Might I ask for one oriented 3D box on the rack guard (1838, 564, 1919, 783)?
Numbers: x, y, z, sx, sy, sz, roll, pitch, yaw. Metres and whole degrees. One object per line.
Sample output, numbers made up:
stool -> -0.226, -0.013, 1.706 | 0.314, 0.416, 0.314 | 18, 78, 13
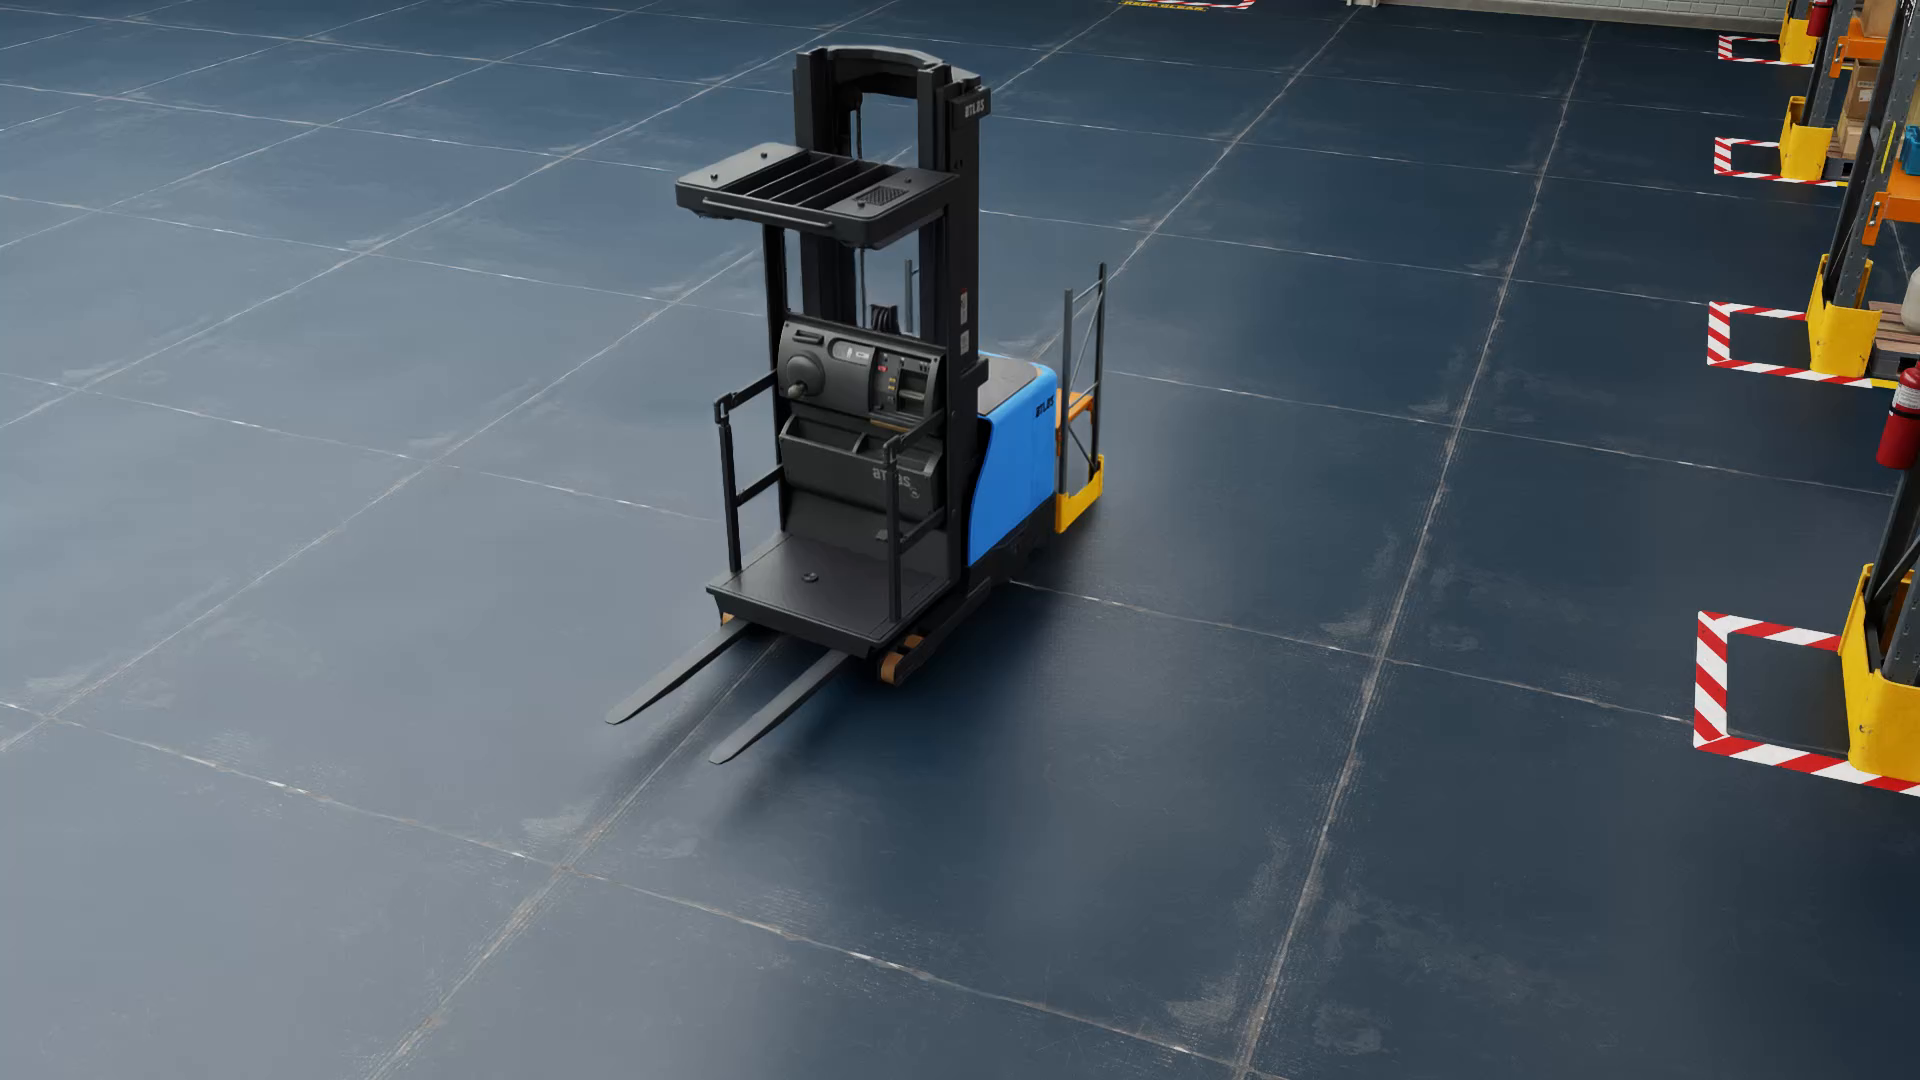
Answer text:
rack guard -> 4.574, 0.628, 8.131 | 0.348, 0.500, 1.175 | 11, 31, 19

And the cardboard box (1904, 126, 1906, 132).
cardboard box -> 9.110, -3.685, 15.589 | 0.500, 0.250, 0.500 | 11, 31, 19

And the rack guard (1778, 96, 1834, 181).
rack guard -> 8.210, -3.907, 16.154 | 0.348, 0.500, 1.175 | 11, 31, 19

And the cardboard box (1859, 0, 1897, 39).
cardboard box -> 8.660, -4.942, 15.344 | 0.500, 0.500, 0.700 | 11, 31, 19

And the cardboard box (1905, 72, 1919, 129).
cardboard box -> 9.109, -4.011, 15.403 | 0.500, 0.500, 0.500 | 11, 31, 19

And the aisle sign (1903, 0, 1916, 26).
aisle sign -> 6.189, -3.744, 10.684 | 0.004, 0.787, 0.394 | 11, 31, 19

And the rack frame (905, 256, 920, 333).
rack frame -> -0.184, -1.070, 10.119 | 0.032, 1.500, 0.500 | 15, 33, 25

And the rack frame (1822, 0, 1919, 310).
rack frame -> 6.366, -2.733, 11.537 | 0.127, 3.000, 1.000 | 11, 31, 19

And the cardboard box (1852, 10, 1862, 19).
cardboard box -> 10.698, -6.102, 19.783 | 0.500, 0.311, 0.500 | 8, 30, 13

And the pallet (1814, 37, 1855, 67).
pallet -> 10.901, -5.856, 19.895 | 1.213, 0.211, 1.003 | 11, 31, 19

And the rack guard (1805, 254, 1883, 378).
rack guard -> 6.454, -1.652, 12.165 | 0.348, 0.500, 1.175 | 11, 31, 19

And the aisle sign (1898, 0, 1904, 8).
aisle sign -> 6.411, -4.013, 11.160 | 0.004, 0.787, 0.394 | 11, 31, 19

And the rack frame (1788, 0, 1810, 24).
rack frame -> 10.091, -7.250, 19.529 | 0.127, 3.000, 1.000 | 11, 31, 19

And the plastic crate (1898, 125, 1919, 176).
plastic crate -> 6.942, -2.712, 11.651 | 0.616, 0.251, 0.499 | 11, 31, 19

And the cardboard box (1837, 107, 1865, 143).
cardboard box -> 8.840, -4.012, 16.167 | 0.500, 0.250, 0.500 | 11, 31, 19

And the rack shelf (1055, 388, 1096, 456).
rack shelf -> 0.263, -0.794, 9.996 | 1.000, 0.185, 0.538 | 15, 33, 25

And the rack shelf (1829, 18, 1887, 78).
rack shelf -> 10.085, -4.308, 15.054 | 4.000, 0.370, 1.077 | 11, 31, 19

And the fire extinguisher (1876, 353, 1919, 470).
fire extinguisher -> 4.571, -0.672, 7.969 | 0.183, 0.674, 0.296 | 11, 31, 19

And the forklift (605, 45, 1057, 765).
forklift -> -0.618, -0.795, 8.178 | 1.130, 2.935, 3.031 | 16, 33, 26

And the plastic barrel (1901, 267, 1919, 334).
plastic barrel -> 7.005, -1.746, 11.892 | 0.421, 0.512, 0.421 | 0, 29, 0

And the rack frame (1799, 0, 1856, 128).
rack frame -> 8.232, -4.991, 15.531 | 0.127, 3.000, 1.000 | 11, 31, 19

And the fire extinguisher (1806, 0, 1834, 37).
fire extinguisher -> 8.297, -5.191, 15.964 | 0.183, 0.674, 0.296 | 11, 31, 19

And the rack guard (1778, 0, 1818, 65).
rack guard -> 10.161, -6.148, 20.119 | 0.348, 0.500, 1.175 | 11, 31, 19

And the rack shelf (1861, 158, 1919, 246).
rack shelf -> 8.219, -2.050, 11.059 | 4.000, 0.370, 1.077 | 11, 31, 19

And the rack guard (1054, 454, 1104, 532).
rack guard -> 0.708, -0.287, 10.003 | 0.087, 0.250, 0.587 | 15, 33, 25

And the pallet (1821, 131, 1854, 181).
pallet -> 8.956, -3.654, 16.001 | 1.213, 0.211, 1.003 | 11, 31, 19

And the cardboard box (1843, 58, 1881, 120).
cardboard box -> 8.841, -4.339, 15.985 | 0.500, 0.500, 0.500 | 11, 31, 19

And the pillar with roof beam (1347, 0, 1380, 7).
pillar with roof beam -> 3.886, -9.274, 17.012 | 0.400, 9.000, 9.100 | 11, 31, 19

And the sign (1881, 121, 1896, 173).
sign -> 6.155, -2.603, 11.026 | 0.005, 0.325, 0.100 | 11, 31, 19

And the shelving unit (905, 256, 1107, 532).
shelving unit -> 0.271, -0.948, 9.903 | 1.083, 1.500, 0.587 | 15, 33, 25

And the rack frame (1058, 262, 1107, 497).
rack frame -> 0.709, -0.831, 9.695 | 0.032, 1.500, 0.500 | 15, 33, 25

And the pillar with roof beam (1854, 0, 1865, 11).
pillar with roof beam -> 9.446, -8.164, 15.048 | 0.400, 9.000, 9.100 | 11, 31, 19

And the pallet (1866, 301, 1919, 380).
pallet -> 7.205, -1.374, 11.966 | 1.213, 0.211, 1.003 | 11, 31, 19

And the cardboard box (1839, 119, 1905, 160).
cardboard box -> 8.645, -3.776, 15.750 | 0.500, 0.250, 0.500 | 11, 31, 19

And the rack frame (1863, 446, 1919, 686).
rack frame -> 4.504, -0.475, 7.541 | 0.127, 3.000, 1.000 | 11, 31, 19
